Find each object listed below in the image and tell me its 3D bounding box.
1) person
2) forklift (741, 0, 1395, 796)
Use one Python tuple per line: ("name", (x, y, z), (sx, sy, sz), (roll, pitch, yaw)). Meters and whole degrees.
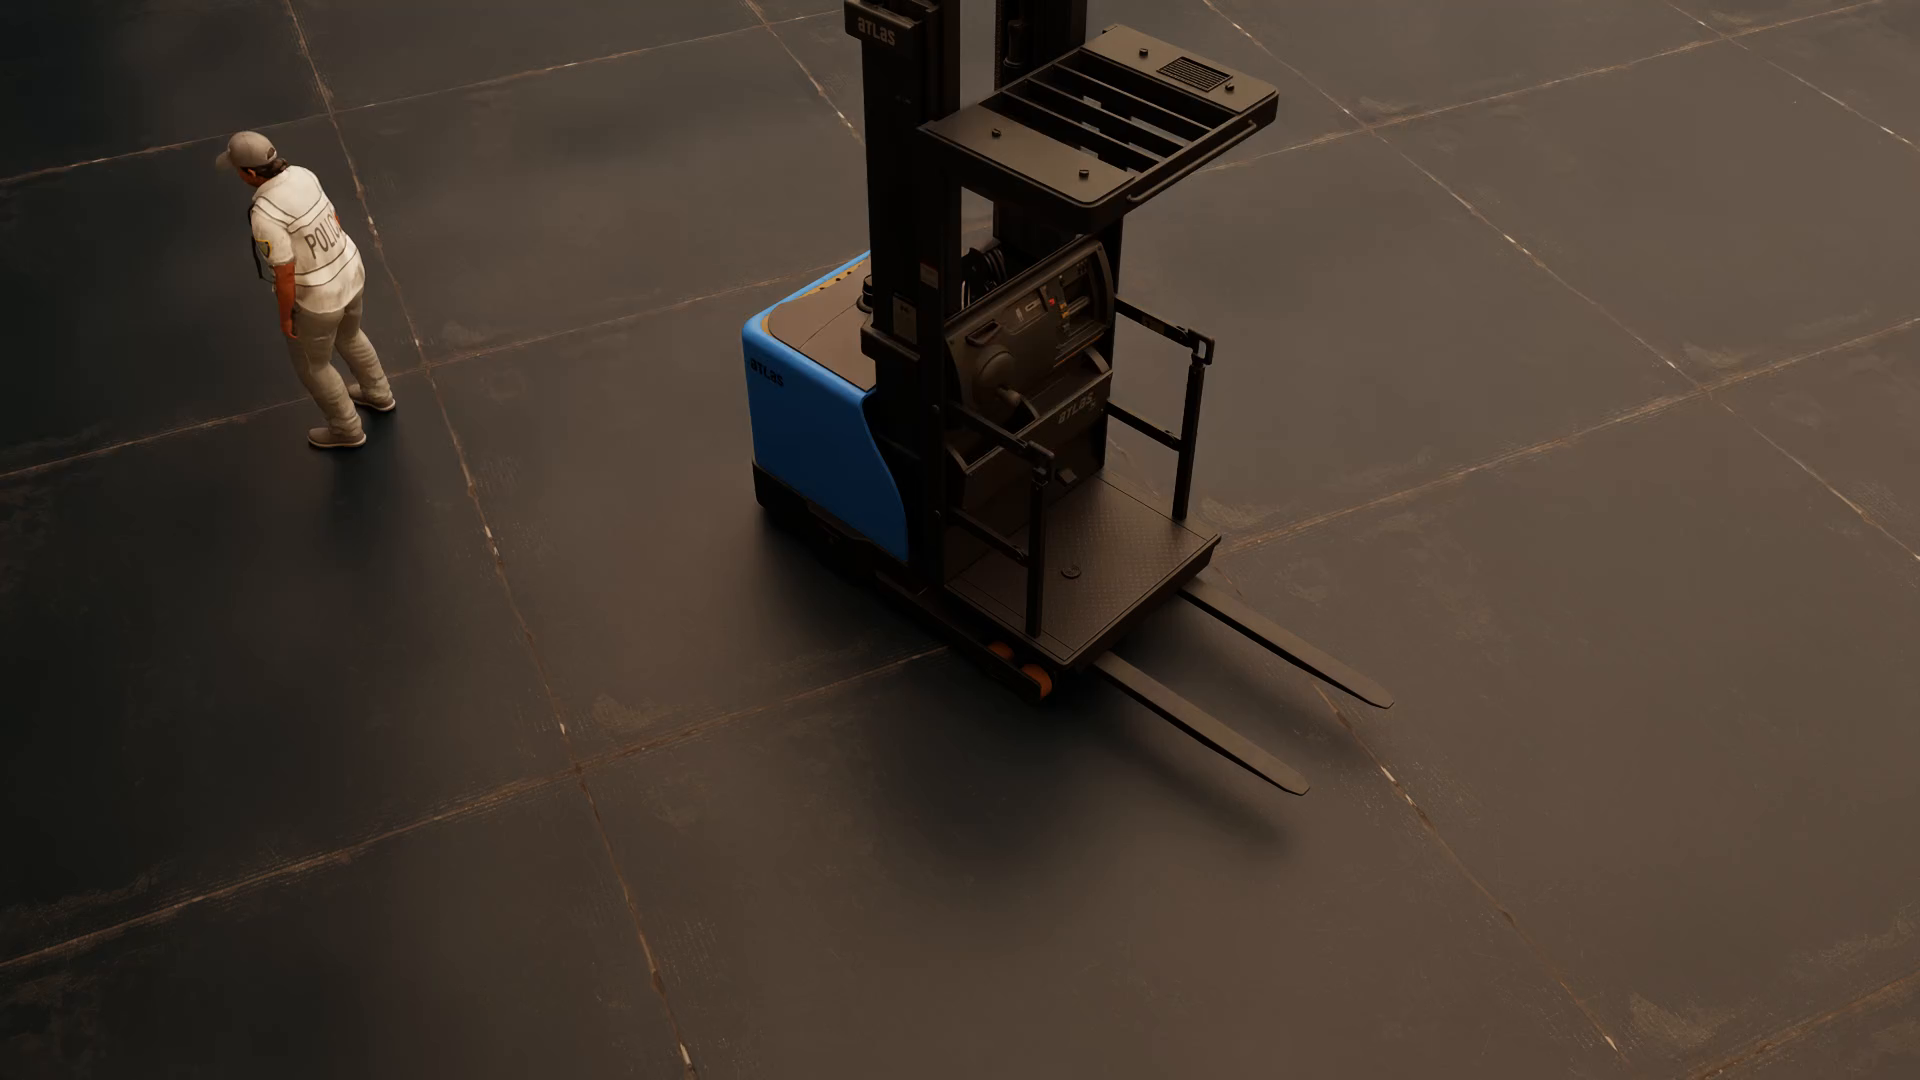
("person", (-3.075, -1.193, 7.888), (0.467, 1.665, 0.556), (10, 44, 10))
("forklift", (0.445, -0.788, 6.525), (3.031, 2.935, 1.130), (32, 52, 30))
